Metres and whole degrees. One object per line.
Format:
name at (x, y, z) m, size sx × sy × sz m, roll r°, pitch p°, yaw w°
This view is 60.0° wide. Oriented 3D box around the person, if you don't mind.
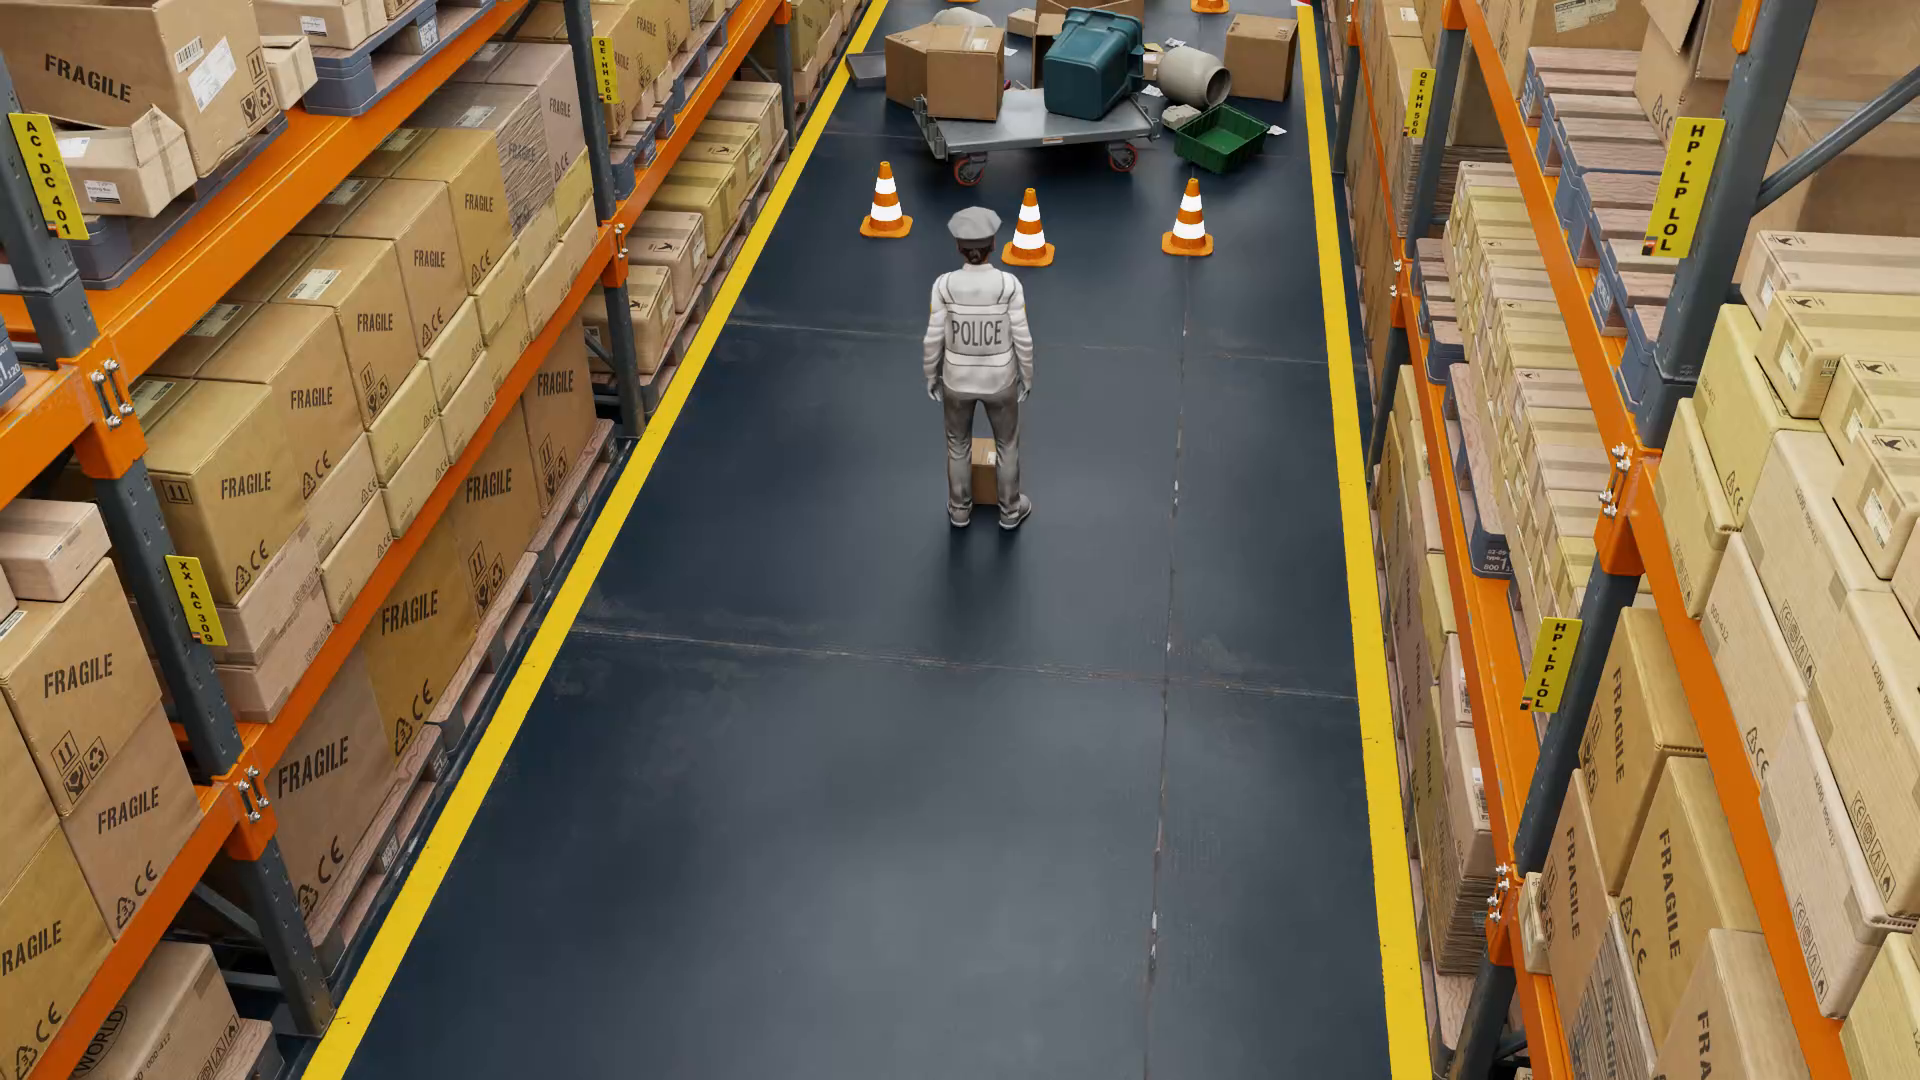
person at (0.093, -0.786, 8.104) m, size 0.543 × 1.662 × 0.376 m, roll 2°, pitch 36°, yaw 3°
